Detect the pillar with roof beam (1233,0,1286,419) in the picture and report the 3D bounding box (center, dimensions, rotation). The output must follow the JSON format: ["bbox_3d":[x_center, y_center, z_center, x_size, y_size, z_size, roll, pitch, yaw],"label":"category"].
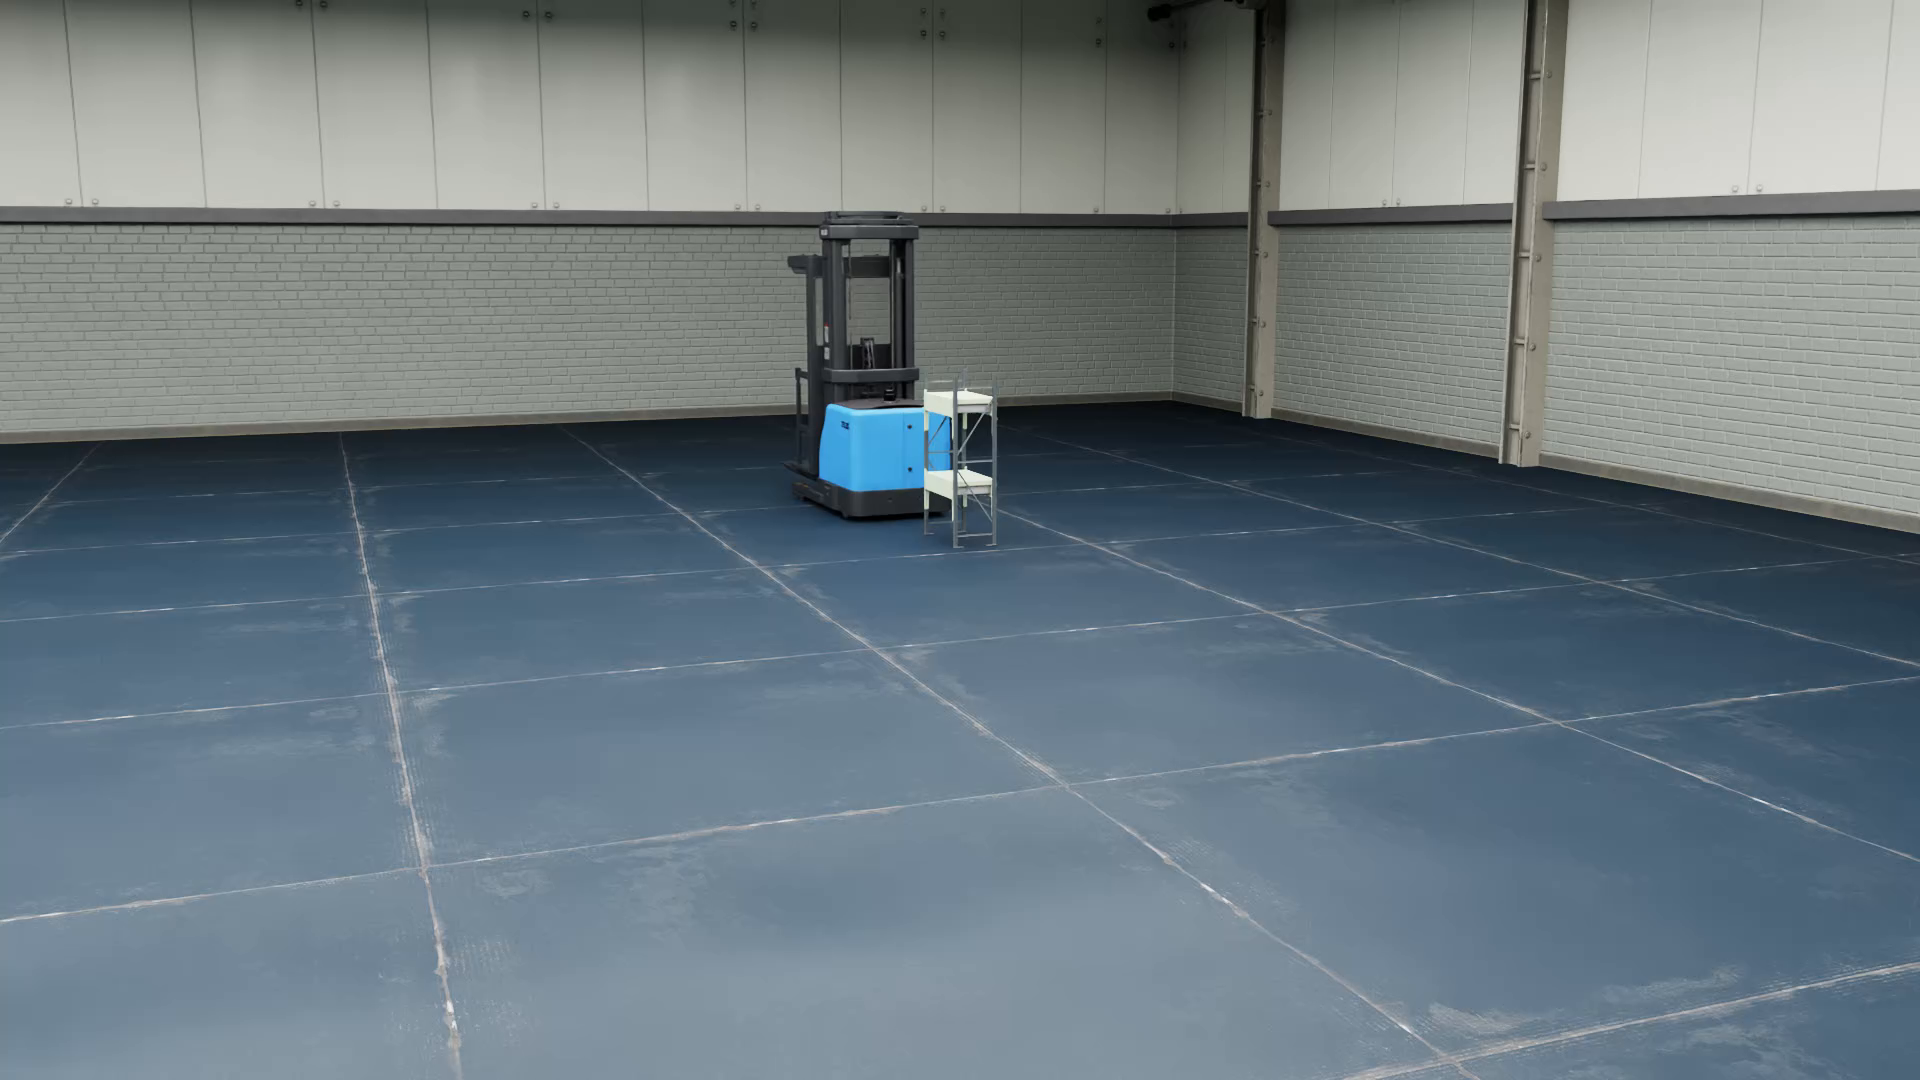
[{"bbox_3d":[0.556,-6.048,23.227,9.100,9.000,0.548,-4,11,-21],"label":"pillar with roof beam"}]

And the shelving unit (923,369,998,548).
[{"bbox_3d":[-0.002,-0.739,14.795,0.431,1.500,0.755,-4,11,-21],"label":"shelving unit"}]

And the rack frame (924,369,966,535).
[{"bbox_3d":[-0.135,-0.799,15.131,0.400,1.500,0.023,-4,11,-21],"label":"rack frame"}]

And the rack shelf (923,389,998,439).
[{"bbox_3d":[-0.002,-1.124,14.727,0.431,0.370,0.720,-4,11,-21],"label":"rack shelf"}]

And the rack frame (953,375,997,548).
[{"bbox_3d":[0.130,-0.680,14.459,0.400,1.500,0.023,-4,11,-21],"label":"rack frame"}]

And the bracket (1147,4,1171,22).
[{"bbox_3d":[3.229,-8.526,26.876,0.235,0.232,0.430,-4,11,-21],"label":"bracket"}]

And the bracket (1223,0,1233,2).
[{"bbox_3d":[4.087,-8.139,24.701,0.235,0.232,0.430,-4,11,-21],"label":"bracket"}]

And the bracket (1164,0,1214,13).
[{"bbox_3d":[3.443,-8.429,26.334,0.076,0.066,3.189,-4,11,-21],"label":"bracket"}]

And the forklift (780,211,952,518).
[{"bbox_3d":[-1.108,-1.869,17.058,1.130,2.935,3.031,-4,11,-22],"label":"forklift"}]

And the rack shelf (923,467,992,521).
[{"bbox_3d":[-0.002,-0.419,14.852,0.431,0.370,0.720,-4,11,-21],"label":"rack shelf"}]

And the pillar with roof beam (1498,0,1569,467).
[{"bbox_3d":[2.731,-5.069,17.721,9.100,9.000,0.400,-4,11,-21],"label":"pillar with roof beam"}]
